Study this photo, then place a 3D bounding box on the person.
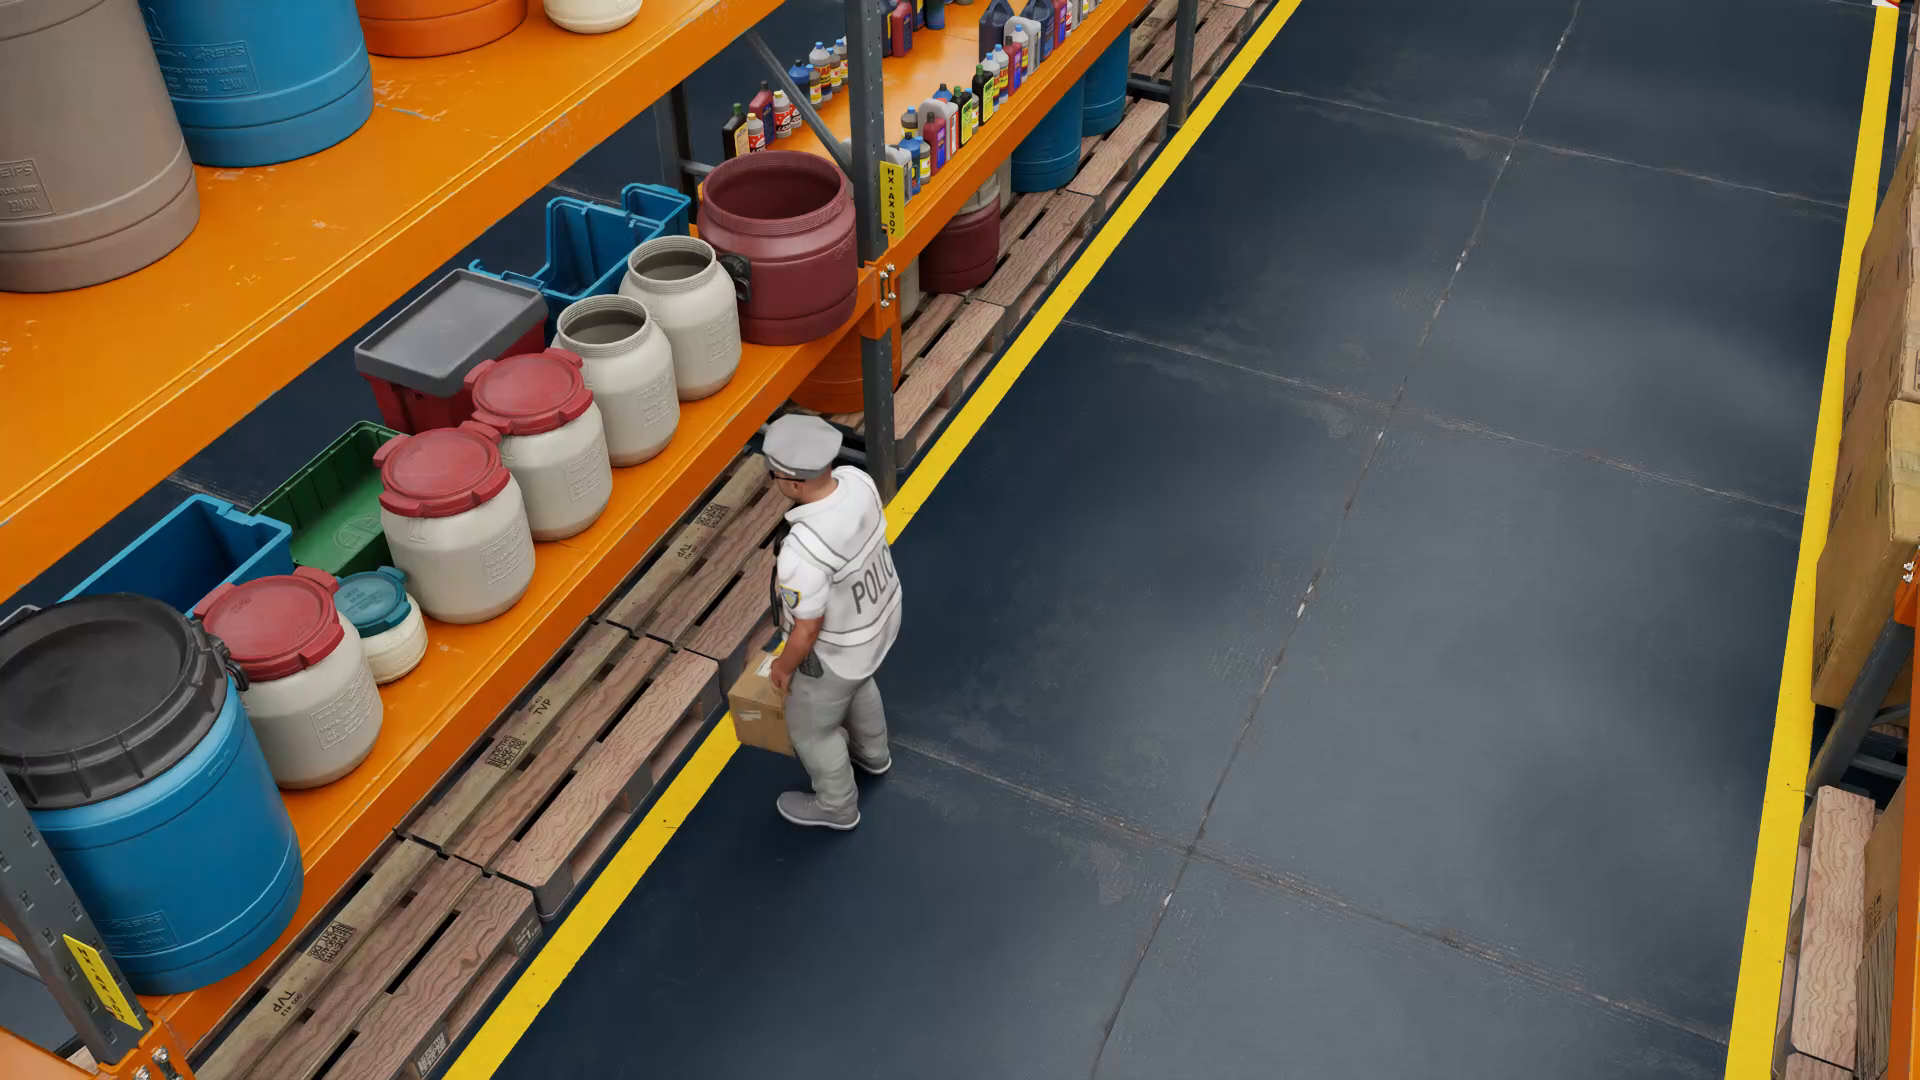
[{"bbox_3d":[-0.438,0.320,5.791,0.434,1.752,0.566,16,44,17],"label":"person"}]
